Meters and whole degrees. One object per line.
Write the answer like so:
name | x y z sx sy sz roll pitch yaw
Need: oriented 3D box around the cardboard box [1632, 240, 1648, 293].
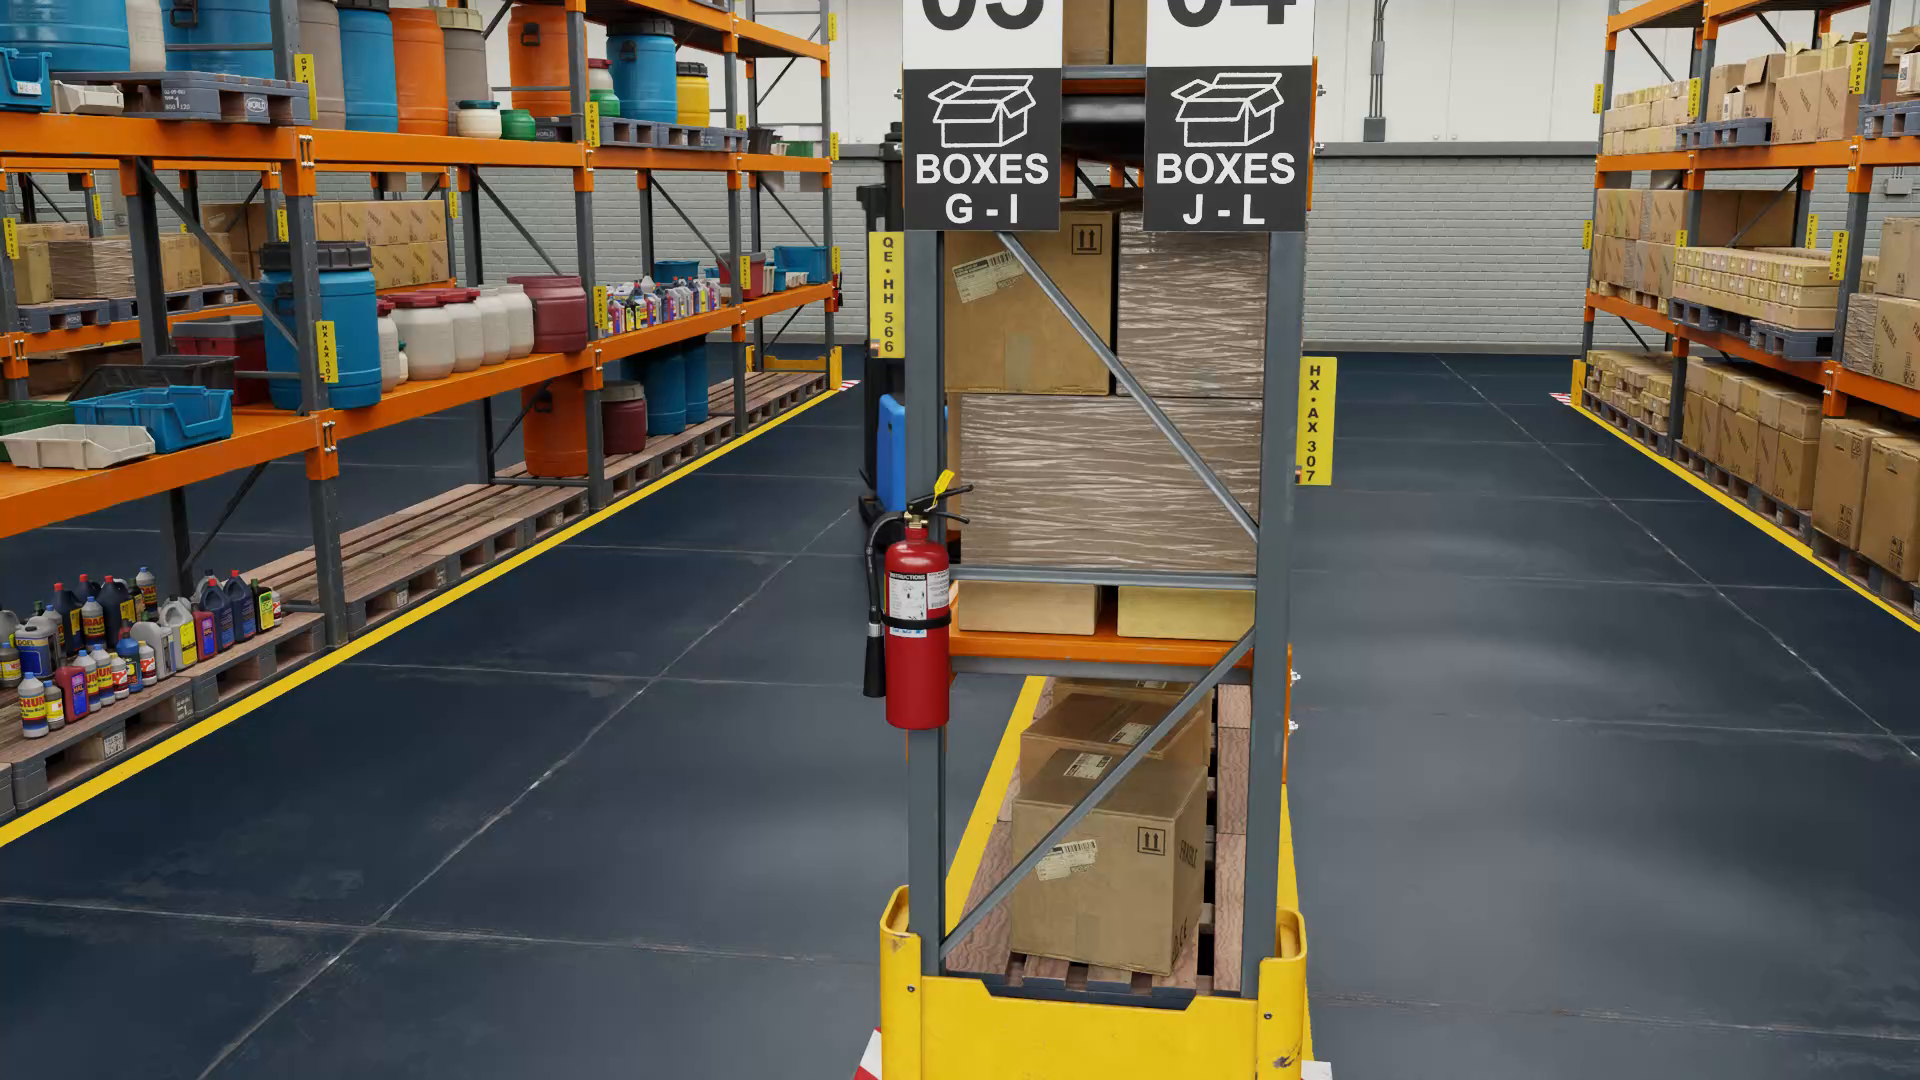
cardboard box | 7.045 -2.727 16.584 0.500 0.500 0.500 2 12 8

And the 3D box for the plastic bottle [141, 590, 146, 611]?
plastic bottle | -4.417 0.338 8.903 0.097 0.201 0.097 0 12 0

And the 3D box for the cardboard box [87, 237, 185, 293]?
cardboard box | -7.793 -2.599 15.700 0.700 0.500 0.500 -1 12 -6

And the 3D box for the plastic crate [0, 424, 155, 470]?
plastic crate | -3.918 -0.413 7.416 0.530 0.136 0.437 2 12 9

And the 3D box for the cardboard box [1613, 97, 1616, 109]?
cardboard box | 7.431 -4.816 18.324 0.380 0.149 0.250 2 12 8

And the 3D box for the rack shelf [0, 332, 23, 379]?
rack shelf | -8.505 -1.114 11.751 1.077 0.370 4.000 2 12 9

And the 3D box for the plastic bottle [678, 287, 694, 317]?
plastic bottle | -2.563 -2.219 15.466 0.152 0.276 0.135 2 12 9

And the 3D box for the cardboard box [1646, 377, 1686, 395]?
cardboard box | 6.920 -1.503 16.205 0.380 0.149 0.250 2 12 8

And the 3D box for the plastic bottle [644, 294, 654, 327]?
plastic bottle | -2.695 -1.982 14.349 0.061 0.283 0.133 2 12 9

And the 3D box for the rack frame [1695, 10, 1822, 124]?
rack frame | 7.091 -5.144 14.502 1.000 3.000 0.127 2 12 9

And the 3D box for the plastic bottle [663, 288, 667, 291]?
plastic bottle | -2.710 -2.189 15.337 0.097 0.271 0.097 0 12 0

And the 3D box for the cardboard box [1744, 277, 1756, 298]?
cardboard box | 6.259 -1.938 12.761 0.380 0.149 0.250 2 12 8

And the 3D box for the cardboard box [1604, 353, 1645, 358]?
cardboard box | 7.366 -1.987 18.452 0.380 0.149 0.250 2 12 10

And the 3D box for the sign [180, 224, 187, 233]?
sign | -8.120 -3.154 17.453 0.100 0.325 0.005 2 12 9

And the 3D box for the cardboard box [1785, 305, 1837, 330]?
cardboard box | 6.098 -1.579 11.798 0.380 0.149 0.250 2 12 10

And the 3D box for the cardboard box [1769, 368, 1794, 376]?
cardboard box | 7.134 -1.291 14.022 0.500 0.250 0.500 2 12 11

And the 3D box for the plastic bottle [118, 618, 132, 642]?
plastic bottle | -3.946 0.506 7.931 0.061 0.283 0.133 2 12 9

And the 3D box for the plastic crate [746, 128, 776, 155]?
plastic crate | -2.226 -4.206 17.578 0.497 0.269 0.590 2 12 9

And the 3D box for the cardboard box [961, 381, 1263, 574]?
cardboard box | 0.472 -0.203 4.872 0.875 0.500 0.500 2 12 9

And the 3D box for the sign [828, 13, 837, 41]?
sign | -1.527 -6.147 19.921 0.100 0.325 0.005 2 12 9

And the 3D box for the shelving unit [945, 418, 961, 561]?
shelving unit | -0.112 -0.294 10.862 0.215 1.050 0.252 7 14 29

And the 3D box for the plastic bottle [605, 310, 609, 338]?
plastic bottle | -2.873 -1.761 13.349 0.097 0.271 0.097 0 12 0

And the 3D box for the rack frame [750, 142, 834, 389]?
rack frame | -2.073 -3.386 20.586 1.000 3.000 0.127 2 12 9

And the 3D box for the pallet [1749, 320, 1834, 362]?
pallet | 6.480 -1.437 11.995 1.213 0.211 1.003 2 12 9

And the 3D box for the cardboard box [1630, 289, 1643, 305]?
cardboard box | 7.073 -2.483 16.993 0.380 0.149 0.250 2 12 10

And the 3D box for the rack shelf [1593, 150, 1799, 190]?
rack shelf | 7.399 -3.742 16.826 1.077 0.370 4.000 2 12 9

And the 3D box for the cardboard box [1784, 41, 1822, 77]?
cardboard box | 6.459 -3.629 12.539 0.396 0.266 0.258 2 12 9

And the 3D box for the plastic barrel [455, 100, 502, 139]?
plastic barrel | -3.268 -2.847 11.293 0.301 0.262 0.301 0 12 0

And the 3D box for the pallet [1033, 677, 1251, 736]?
pallet | 0.907 0.776 7.890 1.003 0.211 1.213 2 12 9

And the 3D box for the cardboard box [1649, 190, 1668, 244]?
cardboard box | 6.970 -3.109 15.982 0.500 0.500 0.500 1 12 7

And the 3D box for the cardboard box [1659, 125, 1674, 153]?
cardboard box | 6.988 -3.819 15.829 0.500 0.250 0.500 2 12 8

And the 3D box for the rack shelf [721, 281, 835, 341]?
rack shelf | -2.381 -2.618 18.730 1.077 0.370 4.000 2 12 9

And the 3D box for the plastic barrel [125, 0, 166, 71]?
plastic barrel | -4.179 -2.531 8.236 0.421 0.512 0.421 0 12 0

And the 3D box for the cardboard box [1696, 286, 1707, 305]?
cardboard box | 6.457 -2.065 14.053 0.380 0.149 0.250 2 12 9

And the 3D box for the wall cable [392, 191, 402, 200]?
wall cable | -10.639 -6.288 27.180 3.097 2.526 0.112 2 12 9

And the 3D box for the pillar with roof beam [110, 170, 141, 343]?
pillar with roof beam | -8.048 -7.090 23.534 9.100 9.000 0.400 2 12 9

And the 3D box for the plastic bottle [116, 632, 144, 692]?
plastic bottle | -3.848 0.561 7.700 0.097 0.271 0.097 0 12 0

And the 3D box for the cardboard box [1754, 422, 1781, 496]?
cardboard box | 6.402 -0.615 12.665 0.500 0.500 0.500 2 12 11

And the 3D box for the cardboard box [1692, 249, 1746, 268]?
cardboard box | 6.497 -2.406 14.225 0.380 0.149 0.250 2 12 9

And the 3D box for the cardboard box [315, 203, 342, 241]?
cardboard box | -7.153 -3.449 18.266 0.500 0.500 0.500 1 12 7

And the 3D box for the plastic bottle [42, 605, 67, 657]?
plastic bottle | -4.468 0.456 8.188 0.097 0.271 0.097 0 12 0

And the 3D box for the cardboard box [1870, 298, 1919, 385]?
cardboard box | 6.065 -1.237 10.375 0.500 0.500 0.500 2 12 8

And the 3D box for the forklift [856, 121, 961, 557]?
forklift | -0.176 -1.572 12.331 1.130 2.935 3.031 -2 12 -9

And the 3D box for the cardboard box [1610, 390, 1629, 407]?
cardboard box | 7.102 -1.493 17.571 0.380 0.149 0.250 1 12 6

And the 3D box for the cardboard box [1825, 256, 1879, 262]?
cardboard box | 6.939 -2.116 12.877 0.380 0.149 0.250 2 12 10

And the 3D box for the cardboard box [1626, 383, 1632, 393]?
cardboard box | 7.229 -1.625 17.479 0.380 0.149 0.250 3 12 12

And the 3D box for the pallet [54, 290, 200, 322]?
pallet | -7.903 -2.193 15.506 1.003 0.211 1.213 2 12 9

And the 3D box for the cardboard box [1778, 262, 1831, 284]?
cardboard box | 6.139 -1.921 11.975 0.380 0.149 0.250 2 12 8

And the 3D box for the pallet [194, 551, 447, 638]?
pallet | -3.836 0.310 10.053 1.003 0.211 1.213 2 12 9

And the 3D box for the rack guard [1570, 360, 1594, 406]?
rack guard | 7.695 -1.806 19.188 1.175 0.500 0.348 2 12 9

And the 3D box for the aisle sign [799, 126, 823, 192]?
aisle sign | -1.773 -4.662 20.337 0.394 0.787 0.004 2 12 9

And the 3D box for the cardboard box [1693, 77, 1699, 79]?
cardboard box | 6.869 -4.118 15.083 0.380 0.149 0.250 1 12 6

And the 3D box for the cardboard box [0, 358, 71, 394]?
cardboard box | -8.281 -1.456 14.738 0.500 0.250 0.500 2 12 11

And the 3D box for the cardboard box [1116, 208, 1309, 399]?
cardboard box | 0.714 -0.684 4.729 0.500 0.500 0.500 2 12 9

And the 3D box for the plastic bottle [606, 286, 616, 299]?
plastic bottle | -3.278 -2.216 15.451 0.152 0.276 0.135 2 12 9
